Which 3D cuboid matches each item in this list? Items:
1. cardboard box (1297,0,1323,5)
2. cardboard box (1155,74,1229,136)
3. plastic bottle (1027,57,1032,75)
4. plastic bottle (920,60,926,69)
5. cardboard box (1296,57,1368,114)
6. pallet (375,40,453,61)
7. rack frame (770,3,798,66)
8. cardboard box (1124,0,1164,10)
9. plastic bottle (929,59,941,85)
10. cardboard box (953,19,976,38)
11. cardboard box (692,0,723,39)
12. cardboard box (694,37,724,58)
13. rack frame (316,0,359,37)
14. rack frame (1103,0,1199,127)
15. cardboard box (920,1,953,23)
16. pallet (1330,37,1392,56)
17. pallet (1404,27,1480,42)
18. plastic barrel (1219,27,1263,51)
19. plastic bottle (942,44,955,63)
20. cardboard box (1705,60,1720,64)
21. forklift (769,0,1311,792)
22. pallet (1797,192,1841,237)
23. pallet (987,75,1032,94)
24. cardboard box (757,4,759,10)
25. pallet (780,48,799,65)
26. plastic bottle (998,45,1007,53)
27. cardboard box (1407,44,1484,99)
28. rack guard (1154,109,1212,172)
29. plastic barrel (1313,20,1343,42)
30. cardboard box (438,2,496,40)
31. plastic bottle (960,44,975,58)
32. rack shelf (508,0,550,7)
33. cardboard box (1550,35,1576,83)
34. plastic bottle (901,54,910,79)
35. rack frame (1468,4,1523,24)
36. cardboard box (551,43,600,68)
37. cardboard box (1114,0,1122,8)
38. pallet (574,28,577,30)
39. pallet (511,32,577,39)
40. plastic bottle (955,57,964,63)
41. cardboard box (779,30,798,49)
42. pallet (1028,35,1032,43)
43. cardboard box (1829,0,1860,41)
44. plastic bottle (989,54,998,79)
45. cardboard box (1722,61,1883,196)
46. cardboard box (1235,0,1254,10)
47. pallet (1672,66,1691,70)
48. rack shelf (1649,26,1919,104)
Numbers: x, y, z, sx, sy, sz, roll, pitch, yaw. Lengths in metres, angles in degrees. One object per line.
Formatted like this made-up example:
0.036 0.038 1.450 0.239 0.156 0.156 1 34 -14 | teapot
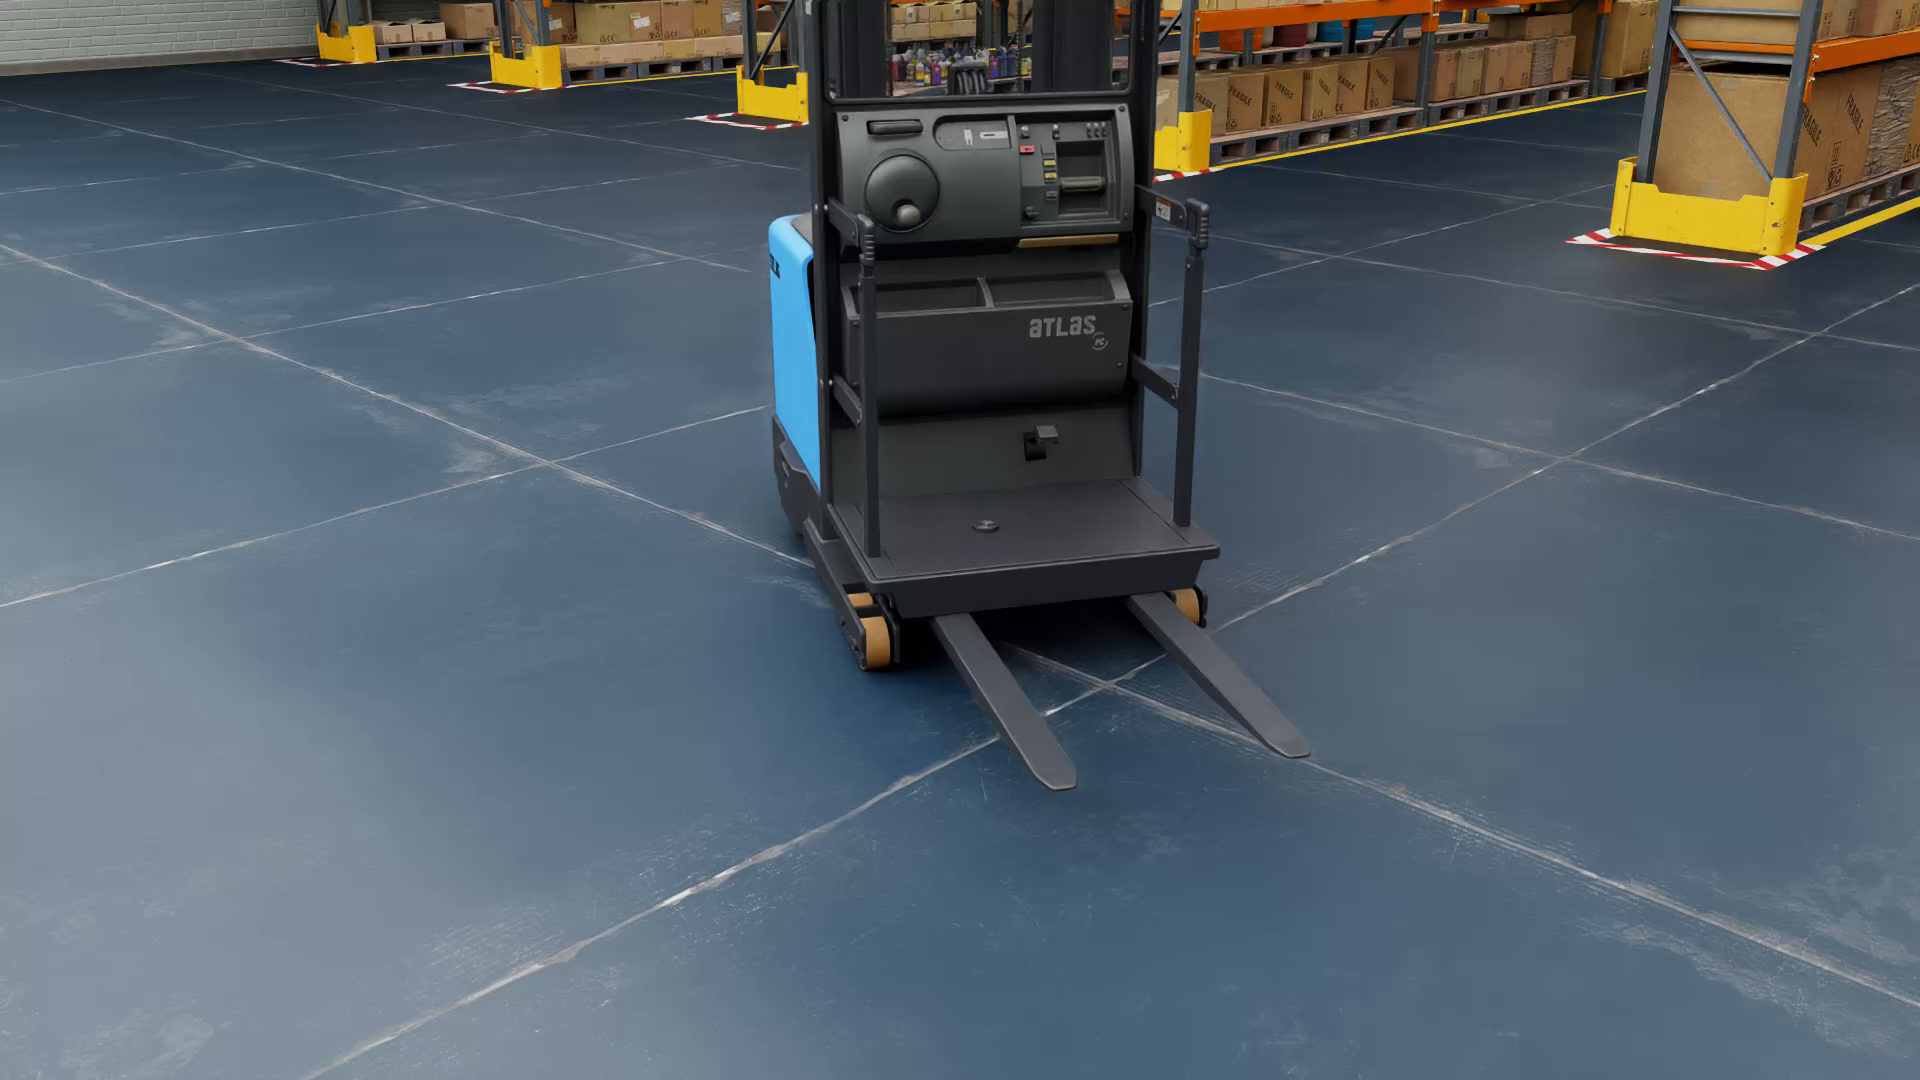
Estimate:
3.090 -4.980 15.199 0.380 0.149 0.250 19 28 41 | cardboard box
2.053 -3.907 14.959 0.500 0.500 0.500 -14 25 -32 | cardboard box
0.817 -5.718 20.057 0.097 0.201 0.097 0 21 0 | plastic bottle
-0.455 -5.561 19.648 0.097 0.201 0.097 0 21 0 | plastic bottle
3.694 -4.537 16.598 0.500 0.500 0.500 -11 23 -25 | cardboard box
-8.397 -7.359 24.926 1.003 0.211 1.213 19 28 41 | pallet
-2.700 -8.230 23.307 1.000 3.000 0.127 19 28 41 | rack frame
1.656 -4.730 14.549 0.380 0.149 0.250 19 28 41 | cardboard box
-0.285 -5.341 18.961 0.133 0.283 0.061 -20 28 -41 | plastic bottle
-0.102 -7.975 25.889 0.500 0.250 0.500 -19 28 -41 | cardboard box
-3.570 -7.064 22.474 0.500 0.500 0.500 19 28 41 | cardboard box
-3.561 -6.711 22.601 0.500 0.250 0.500 19 28 41 | cardboard box
-9.042 -8.441 23.855 1.000 3.000 0.127 19 28 41 | rack frame
1.605 -4.722 14.179 1.000 3.000 0.127 19 28 41 | rack frame
-0.456 -8.101 25.437 0.500 0.311 0.500 19 28 40 | cardboard box
5.859 -7.557 25.441 1.003 0.211 1.213 19 28 41 | pallet
7.764 -8.258 27.266 1.003 0.211 1.213 19 28 41 | pallet
3.966 -7.331 23.406 0.600 0.830 0.708 19 28 41 | plastic barrel
-0.145 -5.806 20.080 0.144 0.351 0.185 18 27 38 | plastic bottle
9.544 -6.841 22.069 1.225 0.875 0.875 19 28 41 | cardboard box
0.145 -1.127 4.920 1.130 2.935 3.031 -6 22 -14 | forklift
5.590 -2.378 11.967 1.003 0.211 1.213 19 28 41 | pallet
0.348 -5.526 20.157 1.003 0.211 1.213 19 28 41 | pallet
-3.926 -9.338 29.059 0.500 0.500 0.700 -20 29 -41 | cardboard box
-2.214 -7.128 24.325 1.003 0.211 1.213 19 28 41 | pallet
0.501 -5.757 19.951 0.144 0.351 0.185 19 28 41 | plastic bottle
5.185 -5.059 17.927 0.700 0.500 0.500 19 28 40 | cardboard box
1.658 -3.575 14.678 1.175 0.500 0.348 19 28 41 | rack guard
5.542 -7.945 24.904 0.600 0.901 0.708 19 28 41 | plastic barrel
-7.550 -7.958 25.468 0.700 0.500 0.500 17 27 37 | cardboard box
0.090 -5.819 20.112 0.144 0.351 0.185 19 28 41 | plastic bottle
-4.095 -7.381 22.098 1.077 0.370 4.000 19 28 41 | rack shelf
6.733 -5.640 19.437 0.700 0.500 0.500 17 27 38 | cardboard box
-0.684 -5.571 19.571 0.152 0.276 0.135 18 28 39 | plastic bottle
9.218 -10.074 28.104 1.000 3.000 0.127 19 28 41 | rack frame
-4.957 -6.197 21.264 0.500 0.250 0.500 19 28 41 | cardboard box
2.391 -9.002 28.185 0.500 0.500 0.500 19 28 41 | cardboard box
-5.710 -8.368 27.552 1.003 0.211 1.213 19 28 41 | pallet
-6.695 -7.986 26.558 1.003 0.211 1.213 19 28 41 | pallet
-0.005 -5.447 19.256 0.097 0.271 0.097 0 21 0 | plastic bottle
-2.241 -7.185 23.833 0.500 0.250 0.500 18 28 39 | cardboard box
1.490 -8.452 27.769 1.003 0.211 1.213 19 28 41 | pallet
5.683 -3.778 11.514 0.875 0.550 0.550 19 28 41 | cardboard box
0.386 -5.588 19.605 0.133 0.283 0.061 -18 27 -39 | plastic bottle
6.126 -3.076 12.274 0.875 0.875 0.875 19 28 40 | cardboard box
2.348 -4.738 14.571 0.380 0.149 0.250 19 28 41 | cardboard box
8.641 -5.973 21.319 1.003 0.211 1.213 19 28 41 | pallet
6.483 -3.633 12.348 1.077 0.370 4.000 19 28 41 | rack shelf
